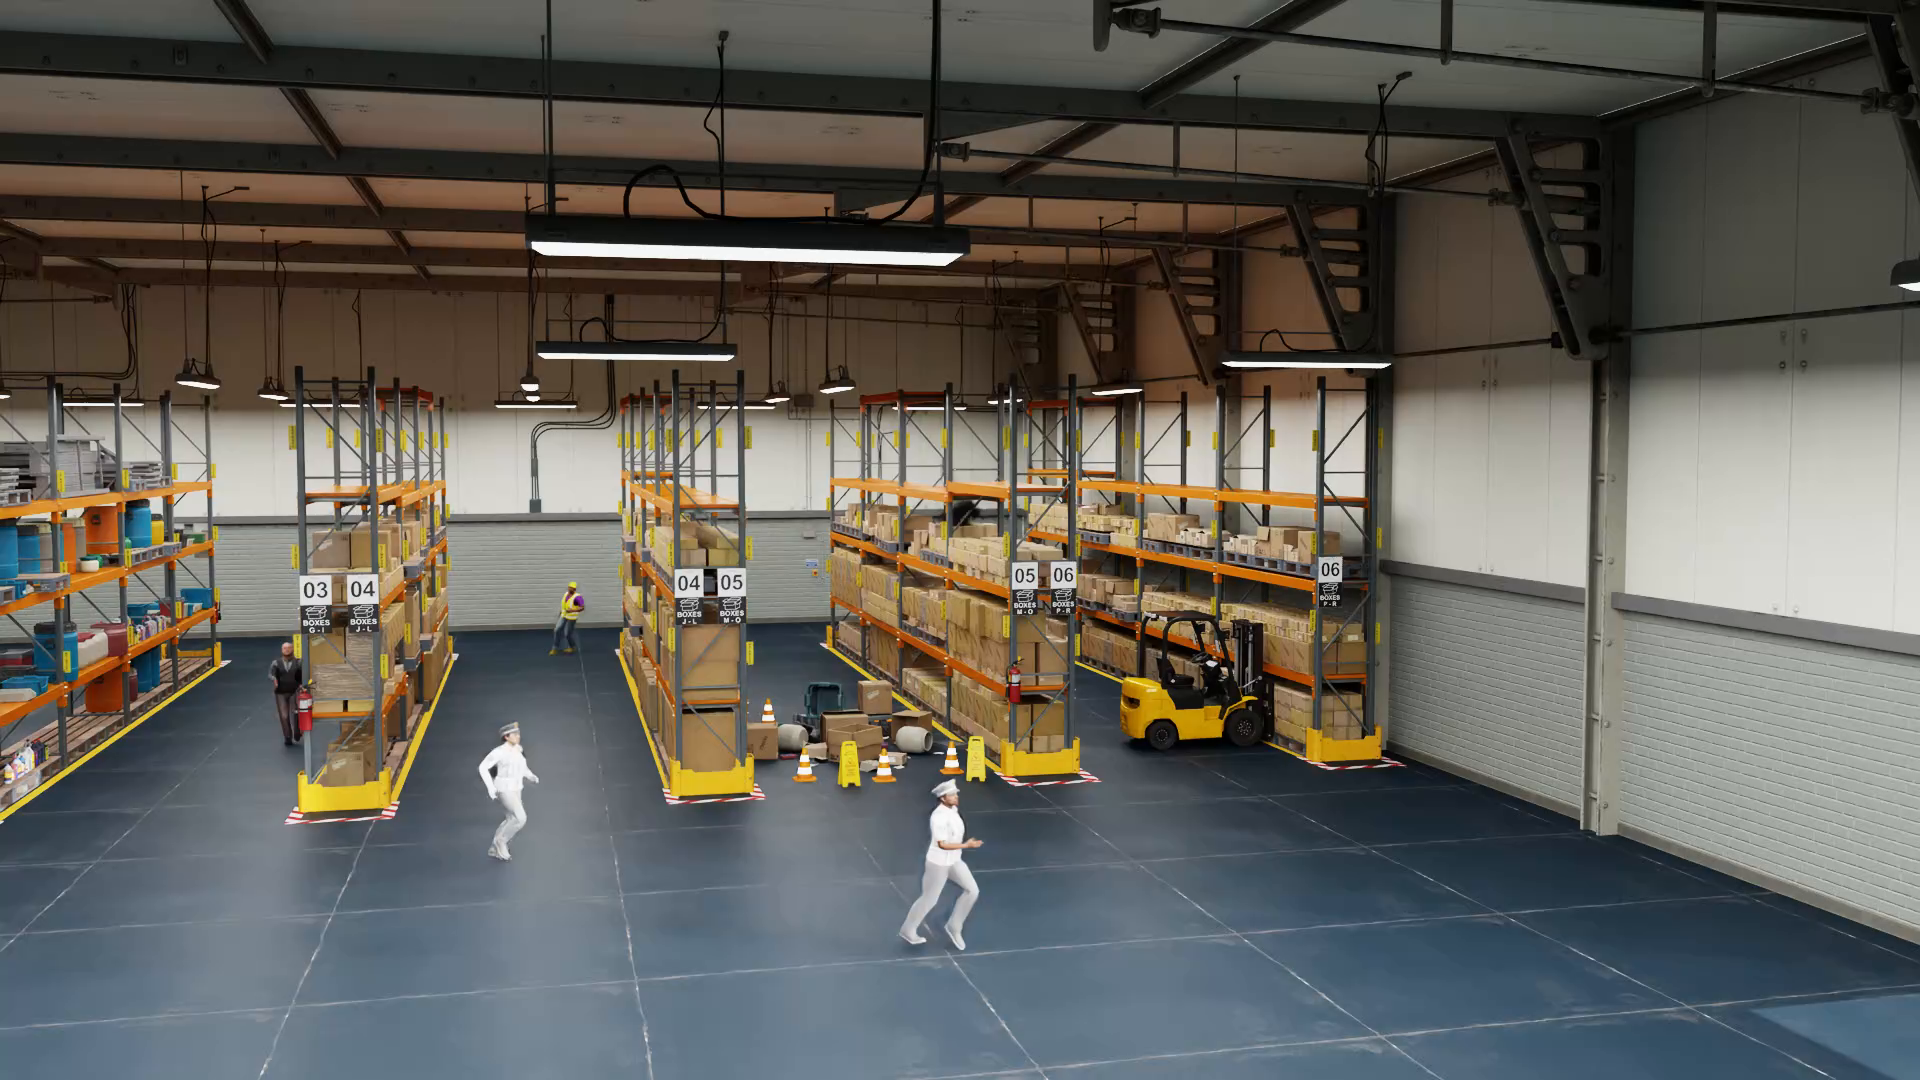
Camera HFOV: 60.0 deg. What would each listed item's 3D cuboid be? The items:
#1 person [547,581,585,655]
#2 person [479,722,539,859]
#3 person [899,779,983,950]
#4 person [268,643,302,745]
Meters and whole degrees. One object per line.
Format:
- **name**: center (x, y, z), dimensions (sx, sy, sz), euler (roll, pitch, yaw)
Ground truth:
- **person**: center (-9.146, 1.841, 38.929), dimensions (0.817, 1.751, 0.732), euler (2, 4, 29)
- **person**: center (-5.327, 2.981, 19.755), dimensions (0.692, 1.647, 0.583), euler (1, 4, 20)
- **person**: center (-0.155, 3.180, 16.359), dimensions (0.862, 1.709, 0.582), euler (2, 4, 25)
- **person**: center (-11.015, 2.528, 27.291), dimensions (0.651, 1.673, 0.583), euler (-1, 4, -18)
